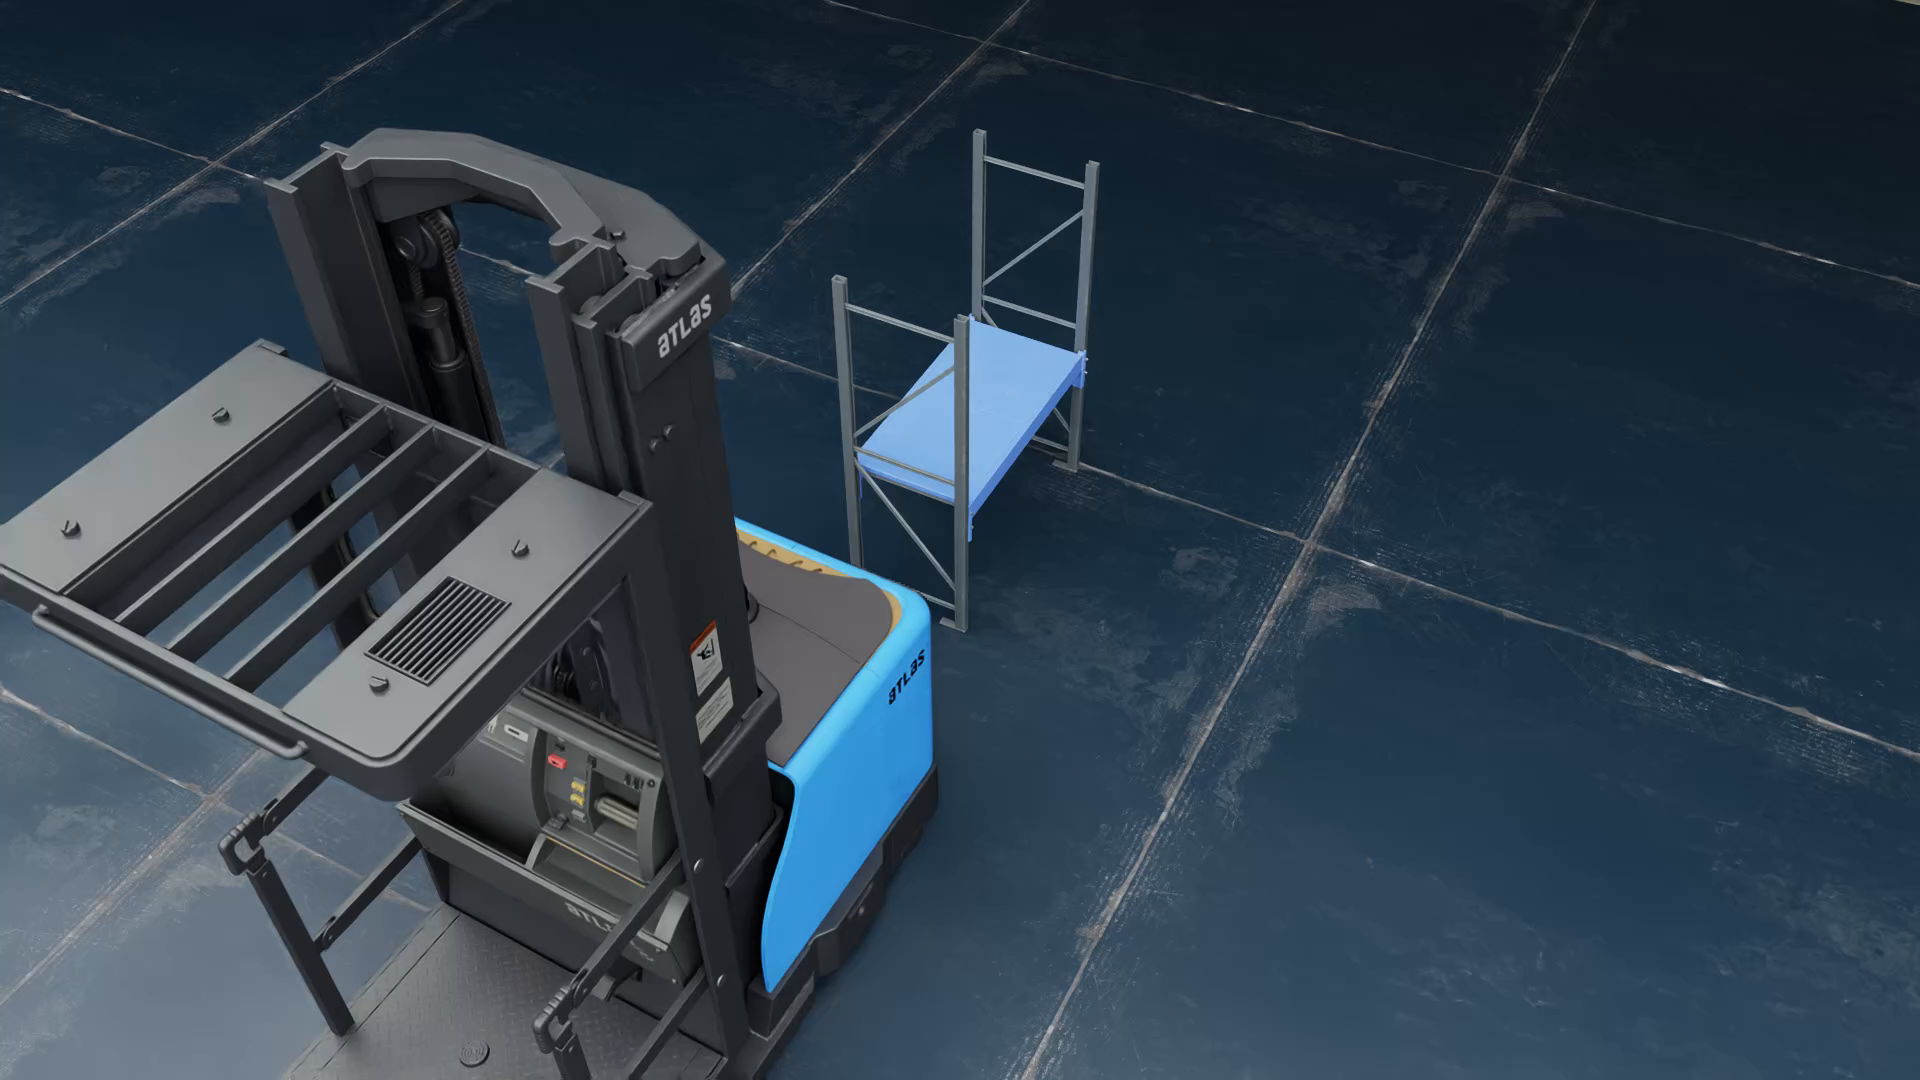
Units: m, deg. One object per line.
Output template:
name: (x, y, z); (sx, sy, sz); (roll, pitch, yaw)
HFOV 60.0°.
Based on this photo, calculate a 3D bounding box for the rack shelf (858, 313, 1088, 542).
rack shelf: (0.040, -0.455, 6.398); (0.538, 0.185, 1.000); (20, 49, 19)

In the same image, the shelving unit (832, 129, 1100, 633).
shelving unit: (0.040, -0.581, 6.270); (0.538, 1.500, 1.048); (20, 49, 19)

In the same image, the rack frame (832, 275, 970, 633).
rack frame: (-0.196, -0.261, 5.953); (0.500, 1.500, 0.032); (20, 49, 19)

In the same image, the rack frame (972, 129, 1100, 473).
rack frame: (0.276, -0.901, 6.586); (0.500, 1.500, 0.032); (20, 49, 19)

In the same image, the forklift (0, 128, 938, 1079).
forklift: (-1.234, 0.649, 4.048); (1.130, 2.935, 3.031); (22, 49, 20)
